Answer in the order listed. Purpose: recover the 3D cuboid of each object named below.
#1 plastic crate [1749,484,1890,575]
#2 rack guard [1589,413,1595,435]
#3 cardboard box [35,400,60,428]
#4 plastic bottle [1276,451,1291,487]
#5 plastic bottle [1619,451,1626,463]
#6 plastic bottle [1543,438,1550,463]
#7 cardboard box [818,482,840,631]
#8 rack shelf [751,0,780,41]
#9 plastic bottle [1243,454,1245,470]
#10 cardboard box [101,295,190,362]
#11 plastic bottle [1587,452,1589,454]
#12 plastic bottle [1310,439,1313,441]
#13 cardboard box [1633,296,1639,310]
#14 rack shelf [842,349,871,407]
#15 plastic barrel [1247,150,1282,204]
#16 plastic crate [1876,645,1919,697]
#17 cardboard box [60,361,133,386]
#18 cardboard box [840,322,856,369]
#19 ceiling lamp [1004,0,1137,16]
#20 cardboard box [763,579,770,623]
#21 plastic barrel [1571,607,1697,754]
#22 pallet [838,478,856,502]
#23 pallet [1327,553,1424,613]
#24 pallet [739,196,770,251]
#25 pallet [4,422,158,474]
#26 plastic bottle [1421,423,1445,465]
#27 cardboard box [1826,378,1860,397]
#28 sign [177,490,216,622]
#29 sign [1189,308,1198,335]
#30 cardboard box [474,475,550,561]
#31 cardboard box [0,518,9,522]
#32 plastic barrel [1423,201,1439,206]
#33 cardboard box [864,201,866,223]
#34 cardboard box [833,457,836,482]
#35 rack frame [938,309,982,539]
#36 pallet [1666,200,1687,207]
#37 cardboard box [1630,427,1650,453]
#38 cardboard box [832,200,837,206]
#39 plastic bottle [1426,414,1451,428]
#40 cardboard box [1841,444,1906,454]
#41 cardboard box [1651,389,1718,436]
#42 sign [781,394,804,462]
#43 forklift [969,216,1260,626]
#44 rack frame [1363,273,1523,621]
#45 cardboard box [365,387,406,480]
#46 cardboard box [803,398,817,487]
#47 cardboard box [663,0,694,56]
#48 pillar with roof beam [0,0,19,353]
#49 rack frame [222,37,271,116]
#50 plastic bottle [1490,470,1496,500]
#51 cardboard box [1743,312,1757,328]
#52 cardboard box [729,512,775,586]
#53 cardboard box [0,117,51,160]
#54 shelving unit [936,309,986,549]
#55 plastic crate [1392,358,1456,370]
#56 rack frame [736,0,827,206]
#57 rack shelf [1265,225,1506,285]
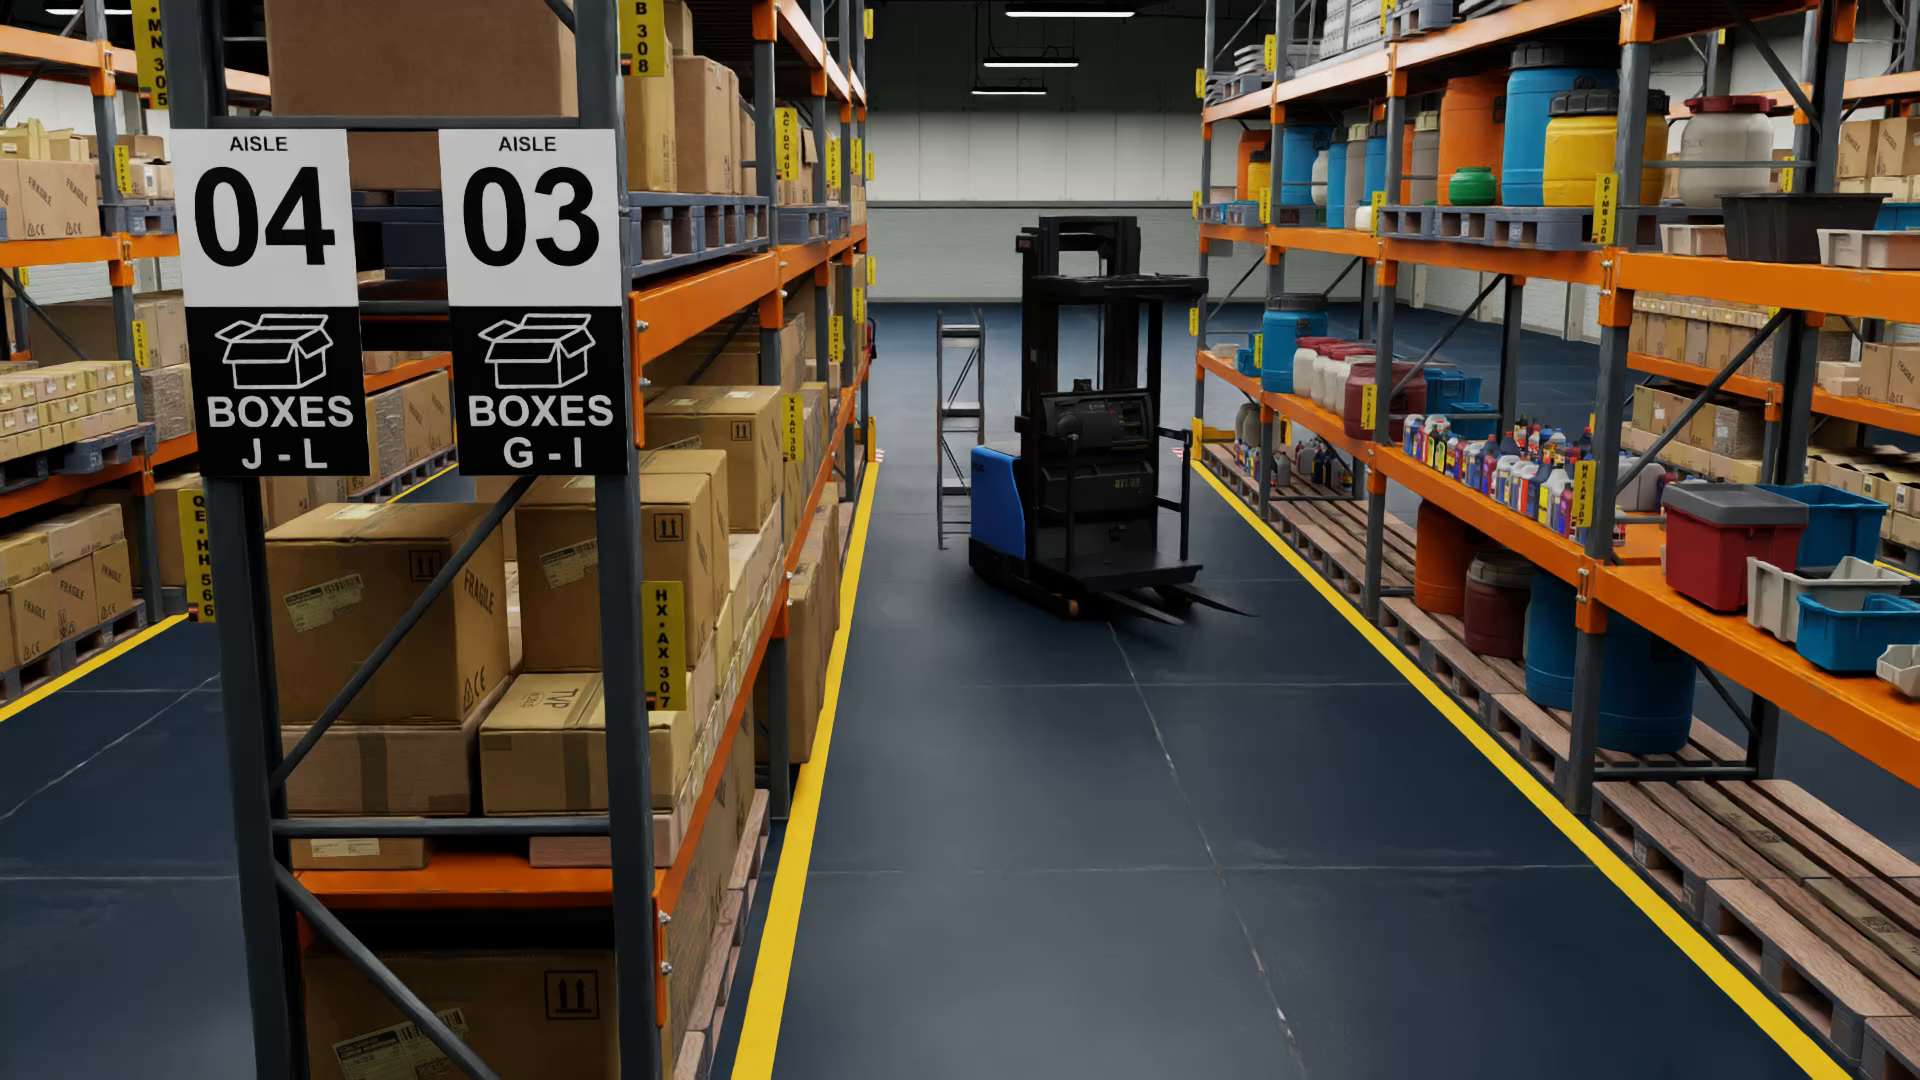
[{"bbox_3d":[3.945,-0.022,7.703,0.392,0.384,0.575,0,11,-1],"label":"plastic crate"},{"bbox_3d":[8.298,-1.276,20.284,1.175,0.500,0.348,0,11,-1],"label":"rack guard"},{"bbox_3d":[-5.913,-0.794,10.445,0.380,0.149,0.250,0,11,-2],"label":"cardboard box"},{"bbox_3d":[3.271,-0.727,16.844,0.144,0.351,0.185,0,11,-1],"label":"plastic bottle"},{"bbox_3d":[3.964,-0.395,9.976,0.097,0.271,0.097,0,11,0],"label":"plastic bottle"},{"bbox_3d":[3.941,-0.584,11.083,0.097,0.201,0.097,0,11,0],"label":"plastic bottle"},{"bbox_3d":[-1.447,0.106,11.469,1.225,0.875,0.875,-1,11,-4],"label":"cardboard box"},{"bbox_3d":[-1.317,-2.065,5.612,1.077,0.370,4.000,0,11,-1],"label":"rack shelf"},{"bbox_3d":[3.083,-0.852,17.836,0.097,0.201,0.097,0,11,0],"label":"plastic bottle"},{"bbox_3d":[-6.425,-1.697,13.304,0.700,0.500,0.500,0,11,-2],"label":"cardboard box"},{"bbox_3d":[3.916,-0.460,10.268,0.061,0.283,0.133,0,11,-1],"label":"plastic bottle"},{"bbox_3d":[3.843,-0.975,18.237,0.061,0.283,0.133,0,11,0],"label":"plastic bottle"},{"bbox_3d":[8.091,-2.785,19.549,0.380,0.149,0.250,0,11,-2],"label":"cardboard box"},{"bbox_3d":[-1.564,-1.707,17.927,1.077,0.370,4.000,0,11,-1],"label":"rack shelf"},{"bbox_3d":[3.497,-4.019,18.442,0.600,0.588,0.600,0,11,0],"label":"plastic barrel"},{"bbox_3d":[3.432,0.470,5.900,0.298,0.136,0.250,0,11,-1],"label":"plastic crate"},{"bbox_3d":[-5.933,-1.145,11.428,0.380,0.149,0.250,-1,11,-3],"label":"cardboard box"},{"bbox_3d":[-1.471,-1.946,16.298,0.875,0.500,0.500,0,11,-1],"label":"cardboard box"},{"bbox_3d":[1.678,-9.618,25.347,2.000,3.185,0.800,0,11,-1],"label":"ceiling lamp"},{"bbox_3d":[-1.008,0.264,7.034,0.380,0.149,0.250,0,11,0],"label":"cardboard box"},{"bbox_3d":[3.600,0.623,8.858,0.600,0.901,0.708,0,11,-1],"label":"plastic barrel"},{"bbox_3d":[-1.572,-0.428,16.830,1.003,0.211,1.213,0,11,-1],"label":"pallet"},{"bbox_3d":[3.534,0.326,13.114,1.003,0.211,1.213,0,11,-1],"label":"pallet"},{"bbox_3d":[-1.351,-1.335,6.966,1.003,0.211,1.213,0,11,-1],"label":"pallet"},{"bbox_3d":[-6.280,-0.631,11.298,1.213,0.211,1.003,0,11,-1],"label":"pallet"},{"bbox_3d":[3.207,-0.647,11.205,0.152,0.276,0.135,0,11,-1],"label":"plastic bottle"},{"bbox_3d":[8.195,-1.401,15.245,0.380,0.149,0.250,0,11,-1],"label":"cardboard box"},{"bbox_3d":[-1.818,0.040,4.002,0.100,0.325,0.005,0,11,-1],"label":"sign"},{"bbox_3d":[2.796,-2.611,19.881,0.100,0.325,0.005,0,11,-1],"label":"sign"},{"bbox_3d":[-1.586,-0.213,6.501,0.500,0.500,0.500,-1,11,-3],"label":"cardboard box"},{"bbox_3d":[-6.619,0.024,10.930,0.500,0.250,0.500,0,11,-2],"label":"cardboard box"},{"bbox_3d":[3.455,-2.330,12.035,0.294,0.245,0.294,0,11,0],"label":"plastic barrel"},{"bbox_3d":[-1.342,-3.758,19.064,0.500,0.250,0.500,0,11,0],"label":"cardboard box"},{"bbox_3d":[-1.491,-0.722,16.495,0.500,0.500,0.500,-1,11,-3],"label":"cardboard box"},{"bbox_3d":[-0.002,-1.045,15.118,0.400,2.100,0.015,0,11,-1],"label":"rack frame"},{"bbox_3d":[8.315,-3.540,17.831,1.003,0.211,1.213,0,11,-1],"label":"pallet"},{"bbox_3d":[8.101,-1.148,19.224,0.500,0.250,0.500,0,11,-1],"label":"cardboard box"},{"bbox_3d":[-1.206,-2.459,12.662,0.500,0.250,0.500,0,11,0],"label":"cardboard box"},{"bbox_3d":[3.349,-0.739,11.662,0.152,0.276,0.135,0,11,-1],"label":"plastic bottle"},{"bbox_3d":[8.676,-0.755,15.878,0.500,0.311,0.500,0,11,-1],"label":"cardboard box"},{"bbox_3d":[8.123,-1.416,18.660,0.500,0.500,0.500,0,11,-1],"label":"cardboard box"},{"bbox_3d":[-0.803,-0.537,7.976,0.100,0.325,0.005,0,11,-1],"label":"sign"},{"bbox_3d":[1.148,-0.940,12.511,1.130,2.935,3.031,-5,13,-24],"label":"forklift"},{"bbox_3d":[3.511,-0.887,12.077,1.000,3.000,0.127,0,11,-1],"label":"rack frame"},{"bbox_3d":[-6.450,-1.130,17.565,0.875,0.875,0.875,0,11,-1],"label":"cardboard box"},{"bbox_3d":[-1.164,-0.616,10.491,0.500,0.500,0.500,-1,11,-3],"label":"cardboard box"},{"bbox_3d":[-1.345,-2.026,6.701,0.500,0.250,0.500,-1,12,-5],"label":"cardboard box"},{"bbox_3d":[-13.307,-7.596,30.058,9.100,9.000,0.548,0,11,-1],"label":"pillar with roof beam"},{"bbox_3d":[-6.484,-4.601,15.298,1.000,3.000,0.127,0,11,-1],"label":"rack frame"},{"bbox_3d":[3.207,-0.340,9.881,0.097,0.201,0.097,0,11,0],"label":"plastic bottle"},{"bbox_3d":[8.150,-2.223,16.779,0.380,0.149,0.250,-1,11,-3],"label":"cardboard box"},{"bbox_3d":[-1.073,0.046,7.108,0.500,0.250,0.500,0,11,1],"label":"cardboard box"},{"bbox_3d":[-6.108,-2.579,10.697,0.396,0.266,0.258,0,11,-1],"label":"cardboard box"},{"bbox_3d":[0.003,-0.996,14.879,0.431,2.100,0.503,0,11,-1],"label":"shelving unit"},{"bbox_3d":[3.784,-1.241,13.660,0.402,0.464,0.583,0,11,-1],"label":"plastic crate"},{"bbox_3d":[-1.440,-3.807,11.380,1.000,3.000,0.127,0,11,-1],"label":"rack frame"},{"bbox_3d":[3.470,-2.402,13.810,1.077,0.370,4.000,0,11,-1],"label":"rack shelf"}]
